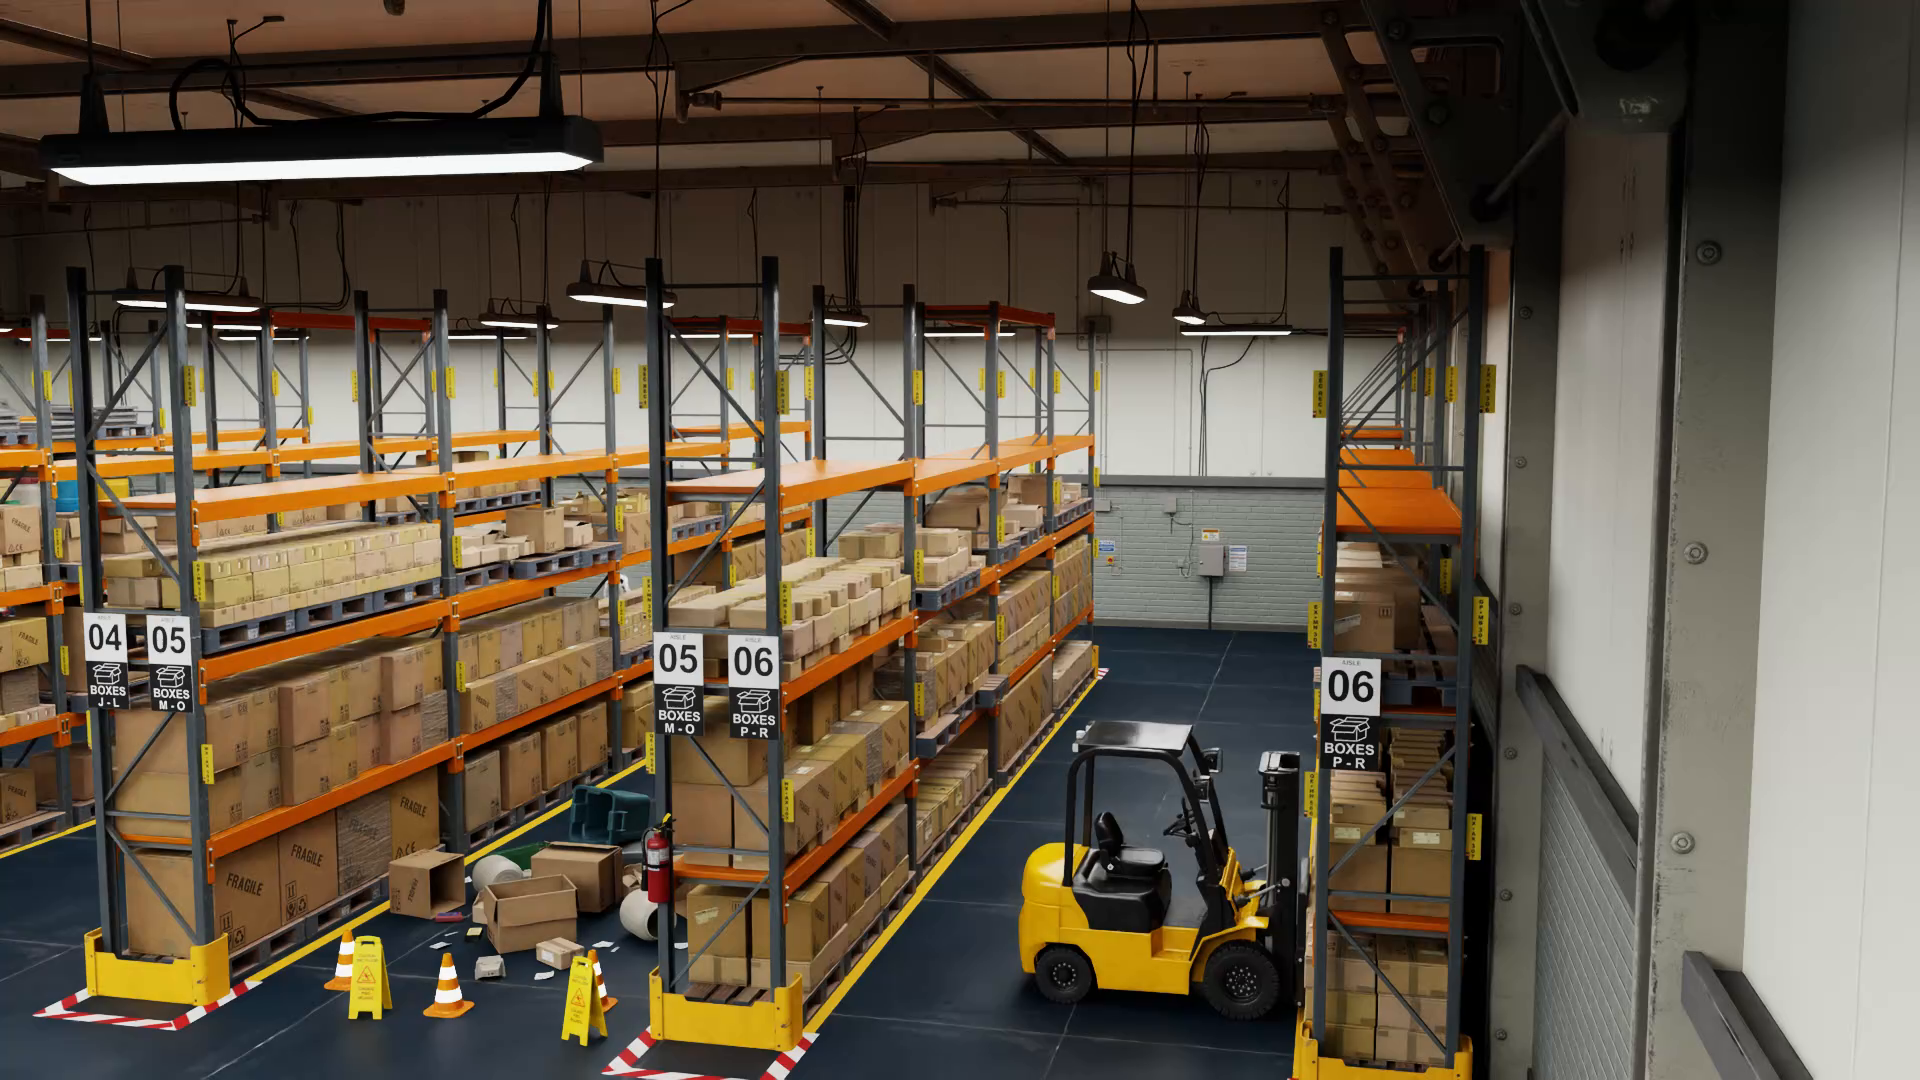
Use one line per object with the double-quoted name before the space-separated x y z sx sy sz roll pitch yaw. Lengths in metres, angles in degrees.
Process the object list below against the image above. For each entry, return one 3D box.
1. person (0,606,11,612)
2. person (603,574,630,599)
"person" -16.727 1.356 29.059 0.649 1.706 1.078 1 6 10
"person" -6.403 1.182 31.105 0.547 1.635 0.988 0 6 -3
